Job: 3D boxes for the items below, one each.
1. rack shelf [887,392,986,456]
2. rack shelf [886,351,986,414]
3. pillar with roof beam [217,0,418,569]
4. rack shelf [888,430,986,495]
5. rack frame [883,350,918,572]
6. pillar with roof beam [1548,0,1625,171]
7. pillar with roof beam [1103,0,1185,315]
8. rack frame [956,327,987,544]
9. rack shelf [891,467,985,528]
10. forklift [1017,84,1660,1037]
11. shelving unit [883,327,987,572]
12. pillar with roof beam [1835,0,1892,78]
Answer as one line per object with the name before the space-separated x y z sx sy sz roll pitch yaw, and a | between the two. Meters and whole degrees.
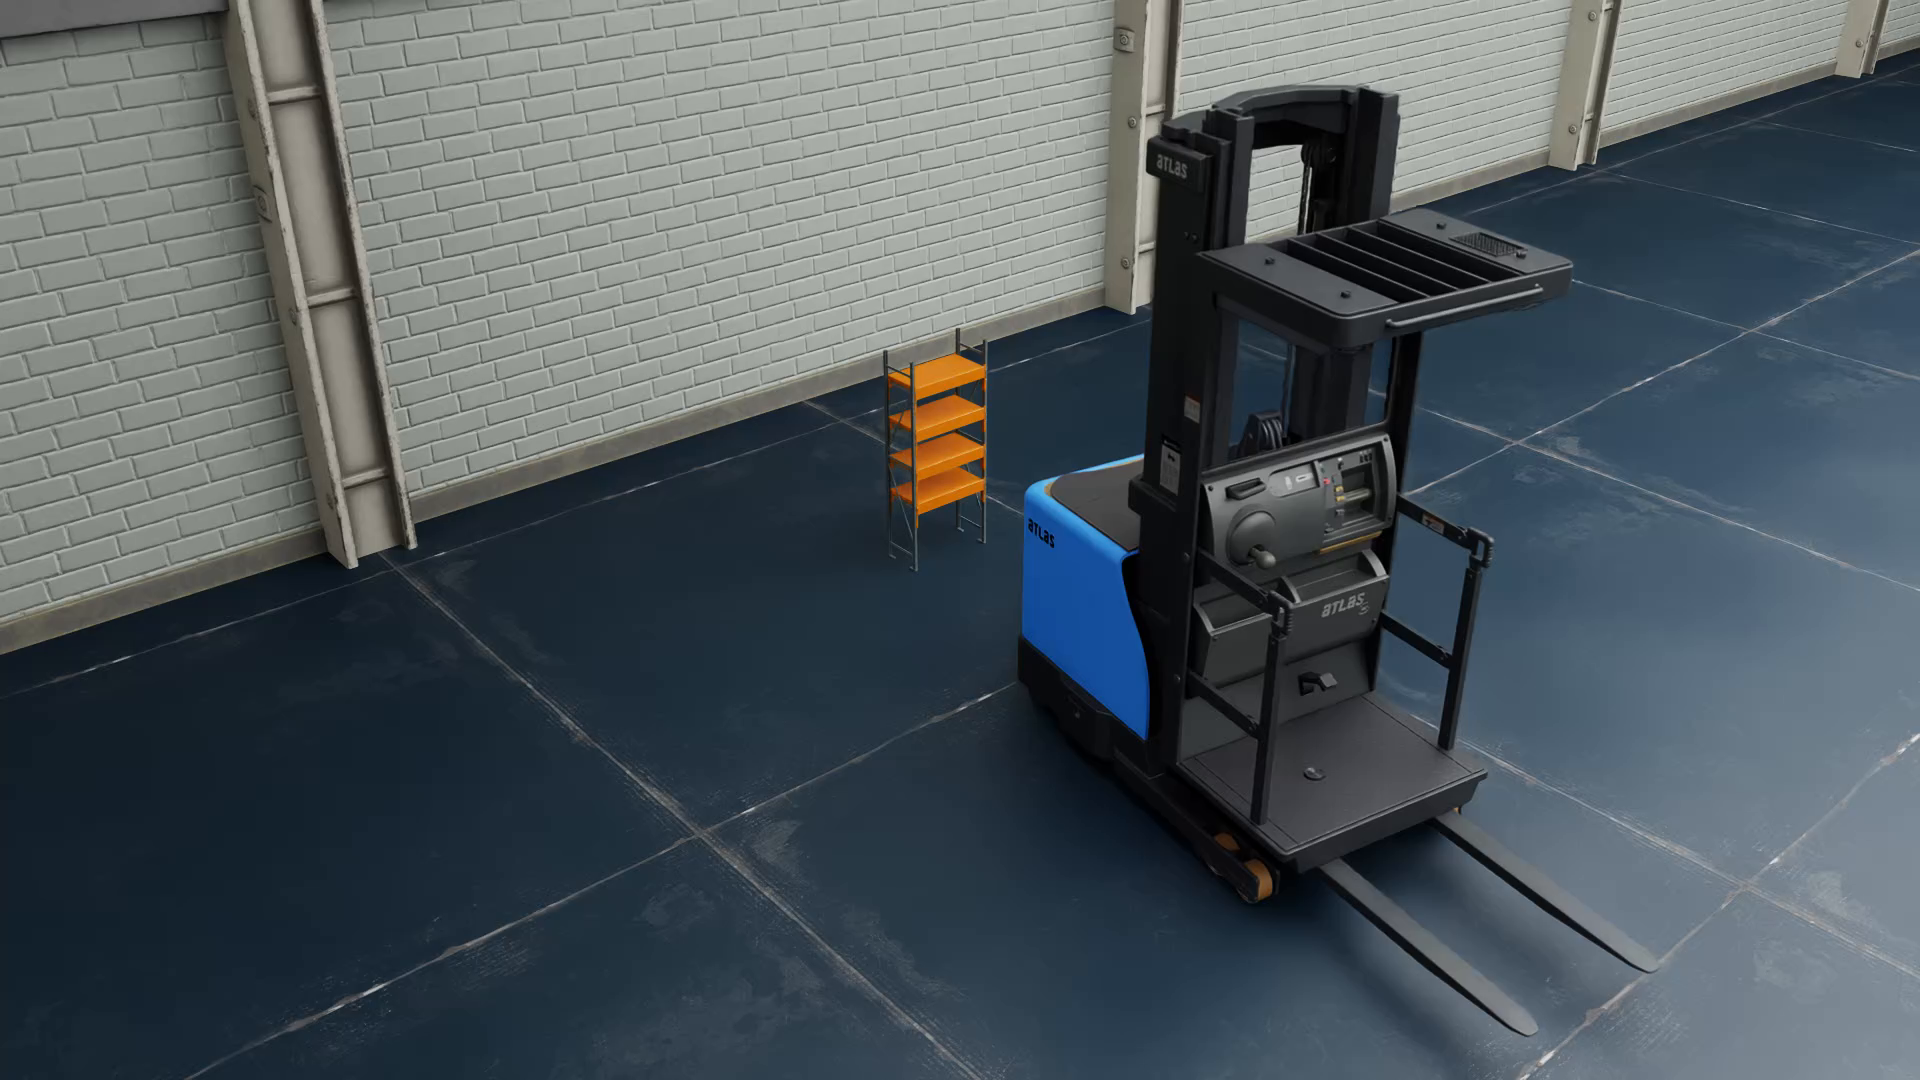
rack shelf | -0.126 -0.616 8.799 0.480 0.148 0.258 -22 35 -35
rack shelf | -0.126 -0.825 8.687 0.480 0.148 0.258 -22 35 -35
pillar with roof beam | -0.448 -2.383 4.162 0.400 9.000 9.100 -22 35 -35
rack shelf | -0.126 -0.419 8.904 0.480 0.148 0.258 -22 35 -35
rack frame | -0.312 -0.404 8.733 0.015 1.200 0.240 -22 35 -35
pillar with roof beam | 8.681 -6.054 11.031 0.400 9.000 9.100 -22 35 -35
pillar with roof beam | 4.116 -4.219 7.597 0.400 9.000 9.100 -22 35 -35
rack frame | 0.060 -0.553 9.012 0.015 1.200 0.240 -22 35 -35
rack shelf | -0.126 -0.244 8.998 0.480 0.148 0.258 -22 35 -35
forklift | 1.448 -0.110 6.346 1.130 2.935 3.031 -15 32 -26
shelving unit | -0.126 -0.479 8.872 0.503 1.200 0.258 -22 35 -35
pillar with roof beam | 13.245 -7.890 14.466 0.400 9.000 9.100 -22 35 -35
